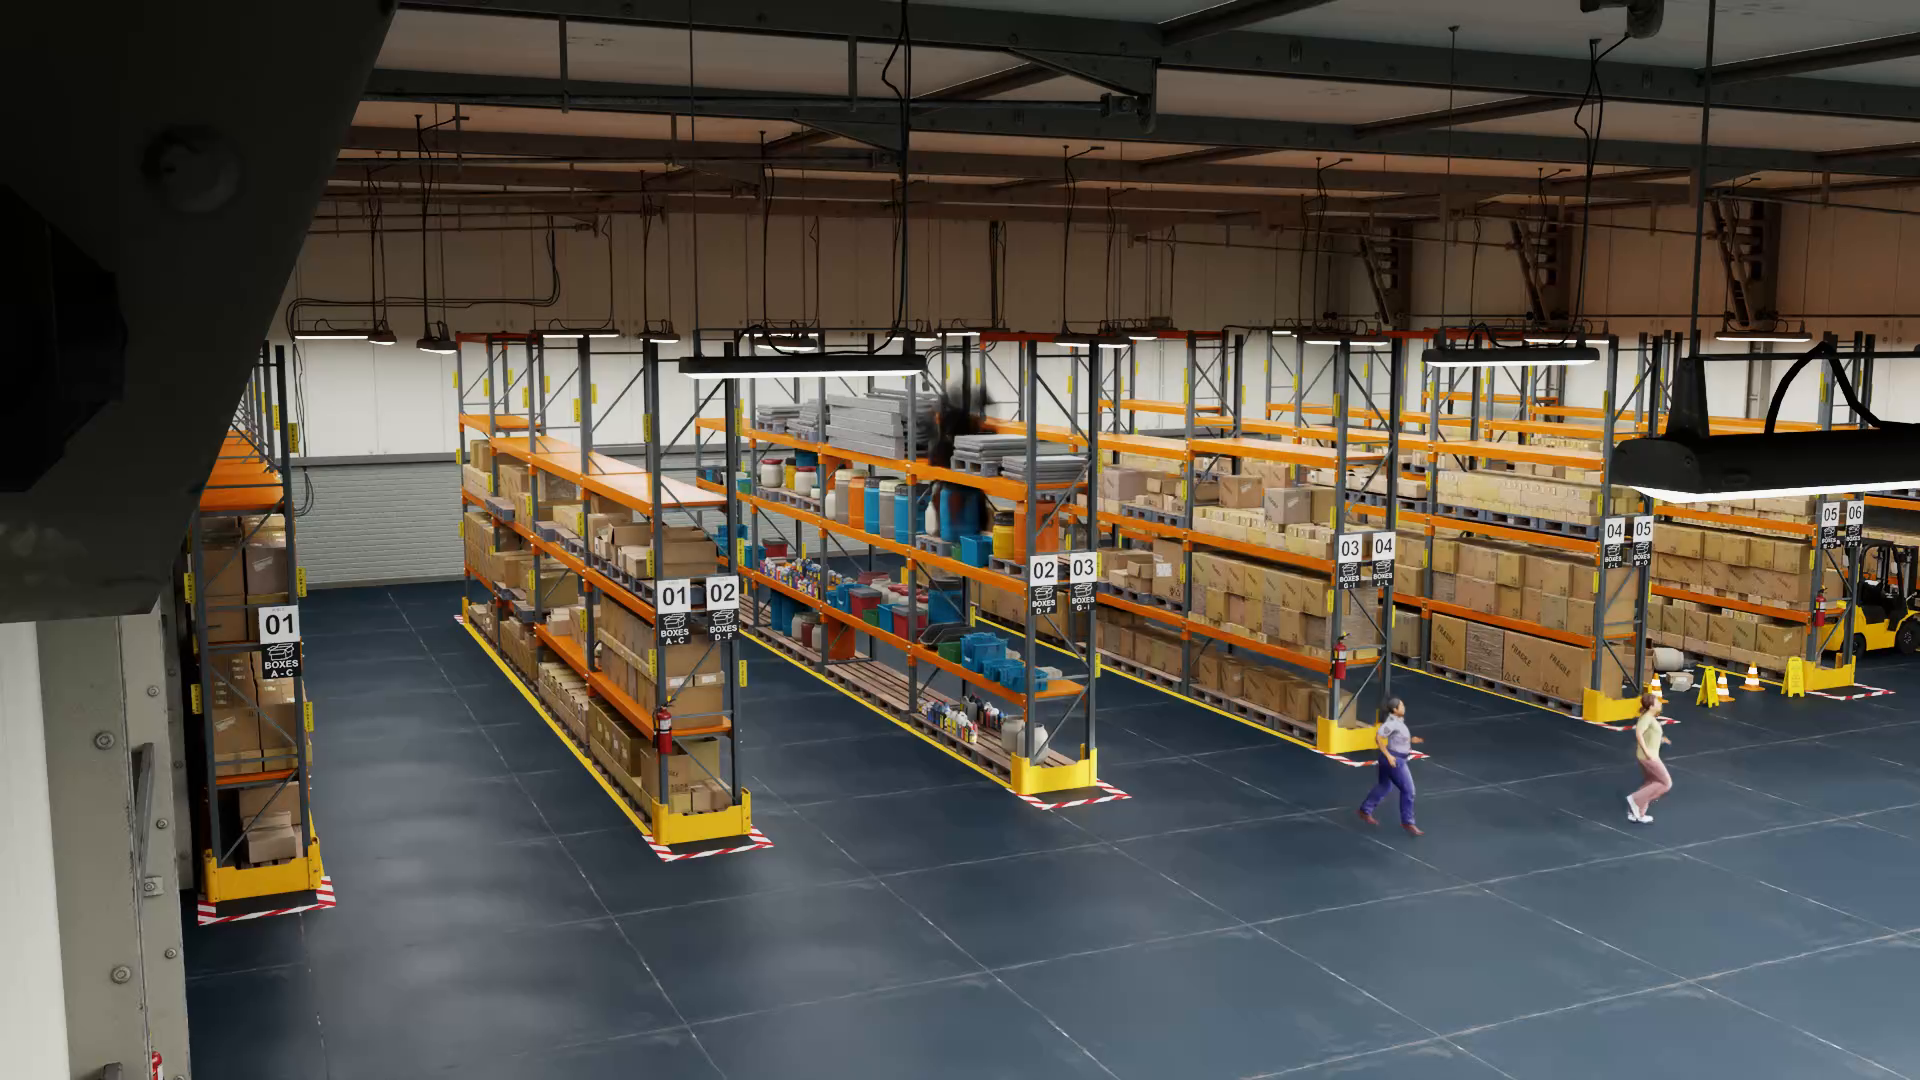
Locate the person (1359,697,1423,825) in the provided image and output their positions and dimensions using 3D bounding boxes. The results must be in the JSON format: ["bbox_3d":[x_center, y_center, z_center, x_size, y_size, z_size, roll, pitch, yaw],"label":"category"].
[{"bbox_3d":[5.306,2.695,20.436,0.731,1.554,0.588,1,8,8],"label":"person"}]

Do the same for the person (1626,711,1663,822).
[{"bbox_3d":[8.562,2.844,20.828,0.388,1.396,0.568,2,8,16],"label":"person"}]

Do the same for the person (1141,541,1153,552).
[{"bbox_3d":[4.765,-0.133,41.742,0.638,1.659,0.667,5,9,34],"label":"person"}]
